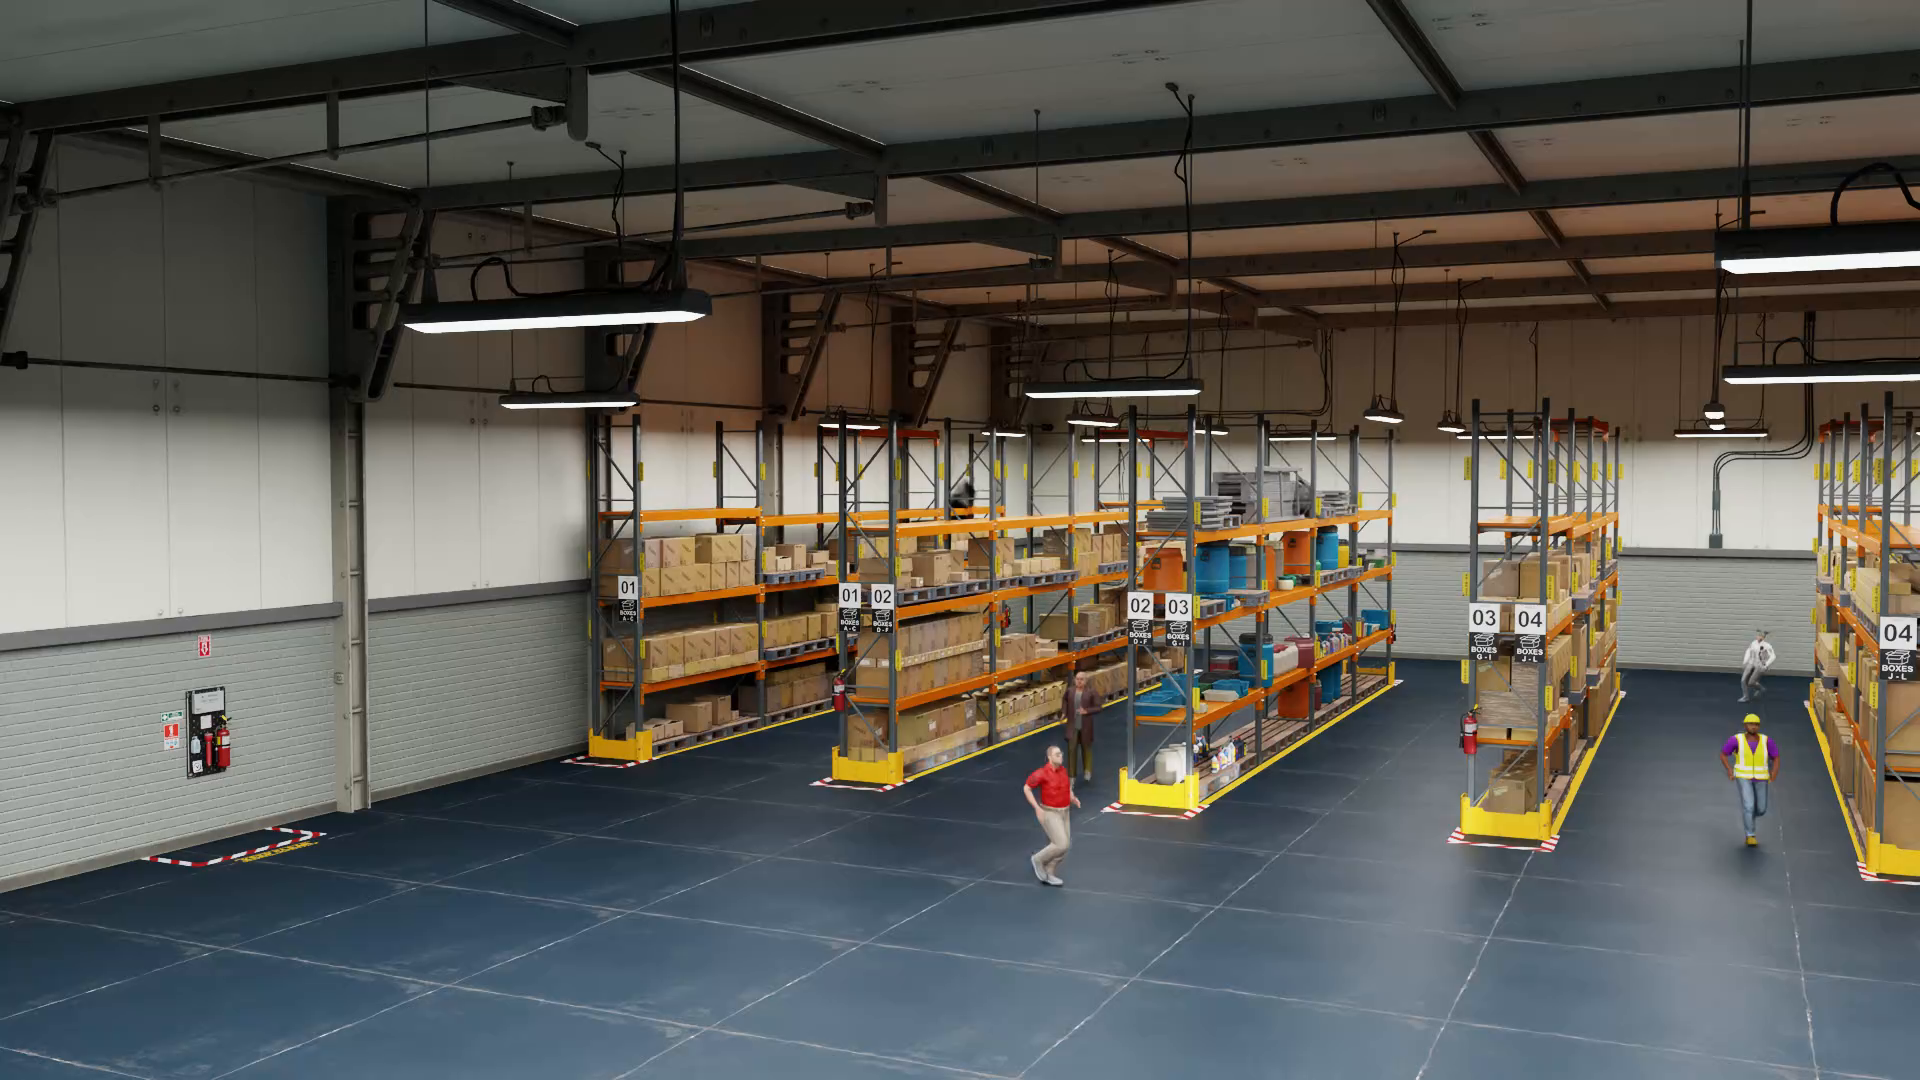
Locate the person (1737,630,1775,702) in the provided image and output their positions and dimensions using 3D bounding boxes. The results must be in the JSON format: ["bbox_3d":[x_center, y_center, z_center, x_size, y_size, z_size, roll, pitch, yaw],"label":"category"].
[{"bbox_3d":[17.364,2.735,36.108,0.587,1.612,0.694,-1,3,-28],"label":"person"}]

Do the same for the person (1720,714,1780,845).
[{"bbox_3d":[10.671,3.208,22.453,0.738,1.734,0.795,1,2,13],"label":"person"}]

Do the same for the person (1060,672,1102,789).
[{"bbox_3d":[1.926,2.996,26.507,0.703,1.798,0.964,1,2,16],"label":"person"}]

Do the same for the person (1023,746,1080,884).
[{"bbox_3d":[1.178,3.330,20.053,0.590,1.682,0.656,2,3,42],"label":"person"}]
